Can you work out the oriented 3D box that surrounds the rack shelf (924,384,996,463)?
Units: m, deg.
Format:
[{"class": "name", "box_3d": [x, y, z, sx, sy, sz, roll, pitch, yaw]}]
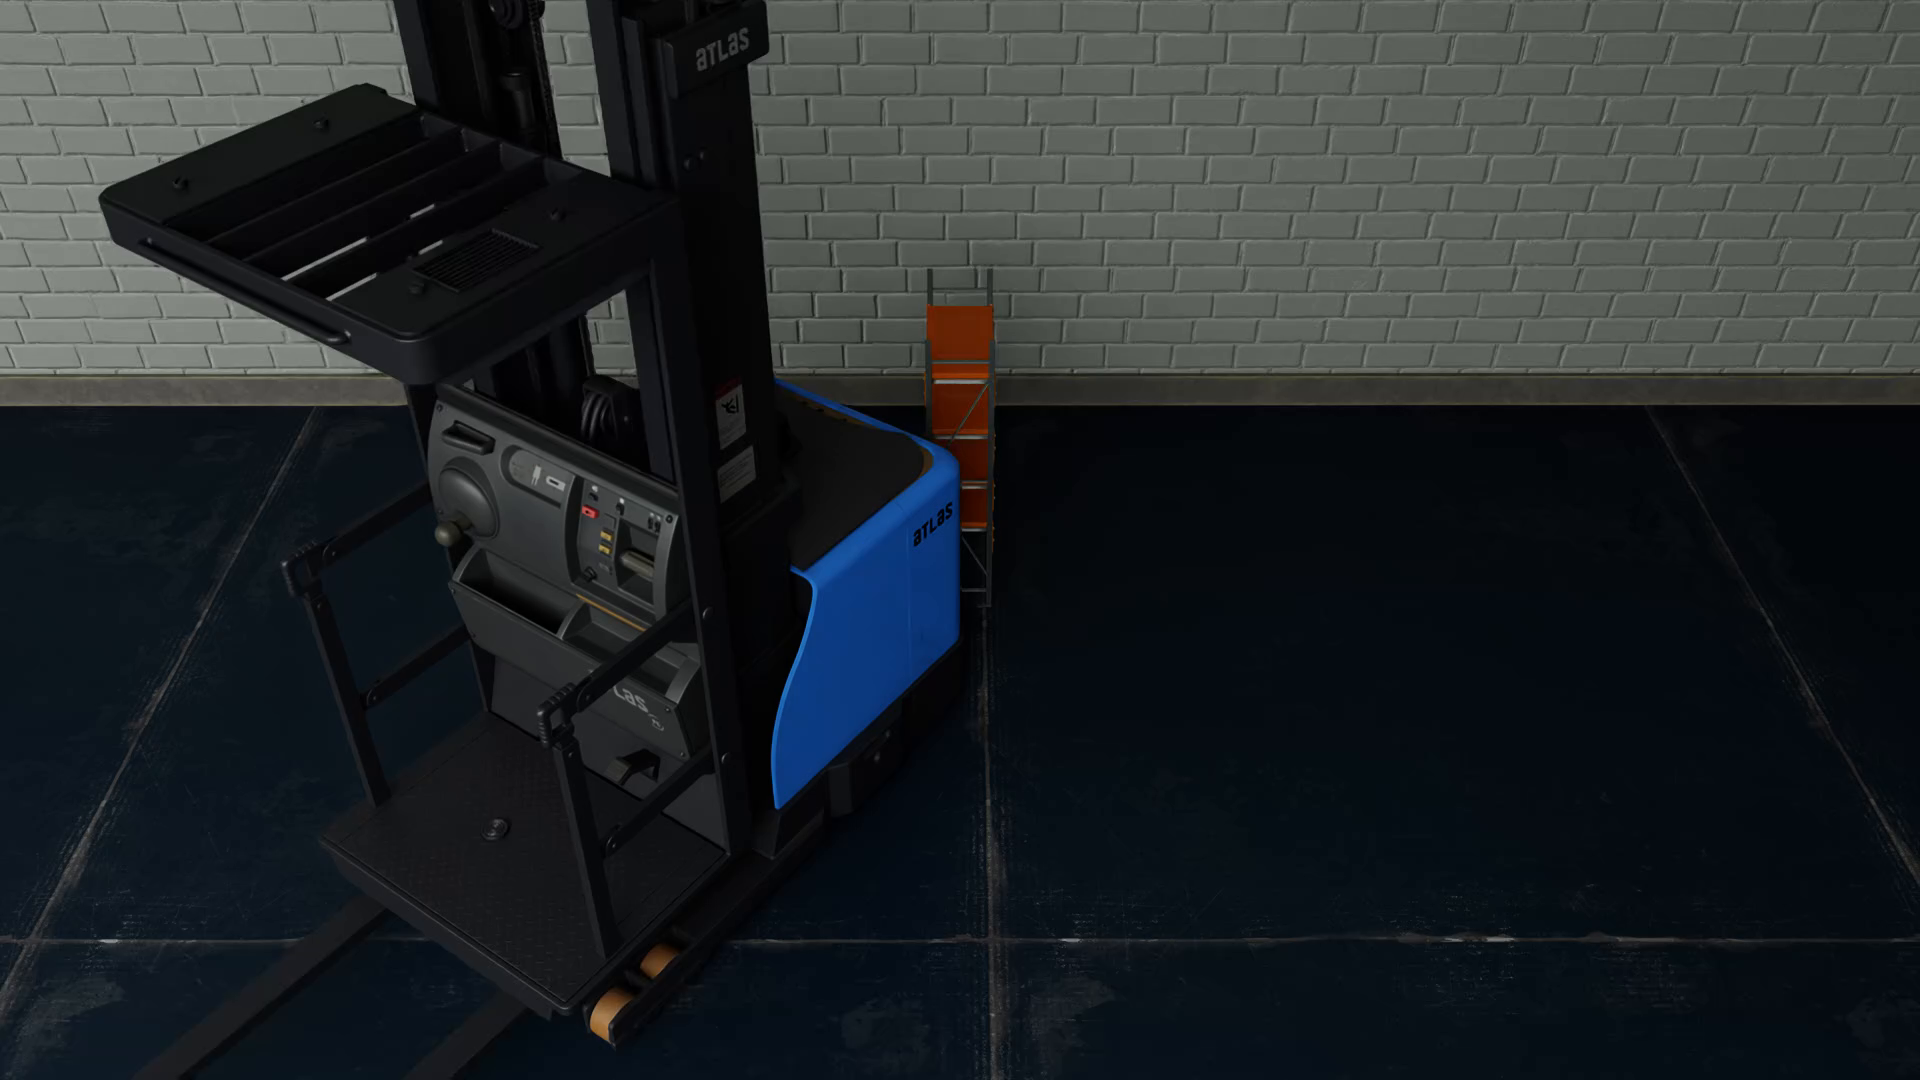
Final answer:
[{"class": "rack shelf", "box_3d": [0.000, -0.487, 6.148, 0.258, 0.148, 0.480, 0, 39, 0]}]

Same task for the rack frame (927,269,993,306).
[{"class": "rack frame", "box_3d": [0.000, -0.517, 6.436, 0.240, 1.200, 0.015, 0, 39, 0]}]

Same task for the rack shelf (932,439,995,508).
[{"class": "rack shelf", "box_3d": [0.000, -0.312, 6.288, 0.258, 0.148, 0.480, 0, 39, 0]}]

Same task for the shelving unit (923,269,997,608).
[{"class": "shelving unit", "box_3d": [0.000, -0.365, 6.246, 0.258, 1.200, 0.503, 0, 39, 0]}]

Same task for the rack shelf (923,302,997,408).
[{"class": "rack shelf", "box_3d": [0.000, -0.671, 6.000, 0.258, 0.148, 0.480, 0, 39, 0]}]

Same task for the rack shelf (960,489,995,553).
[{"class": "rack shelf", "box_3d": [0.000, -0.157, 6.412, 0.258, 0.148, 0.480, 0, 39, 0]}]

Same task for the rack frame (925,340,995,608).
[{"class": "rack frame", "box_3d": [0.000, -0.212, 6.055, 0.240, 1.200, 0.015, 0, 39, 0]}]

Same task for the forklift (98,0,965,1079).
[{"class": "forklift", "box_3d": [-1.246, -0.010, 4.419, 1.130, 2.935, 3.031, 24, 45, 27]}]
